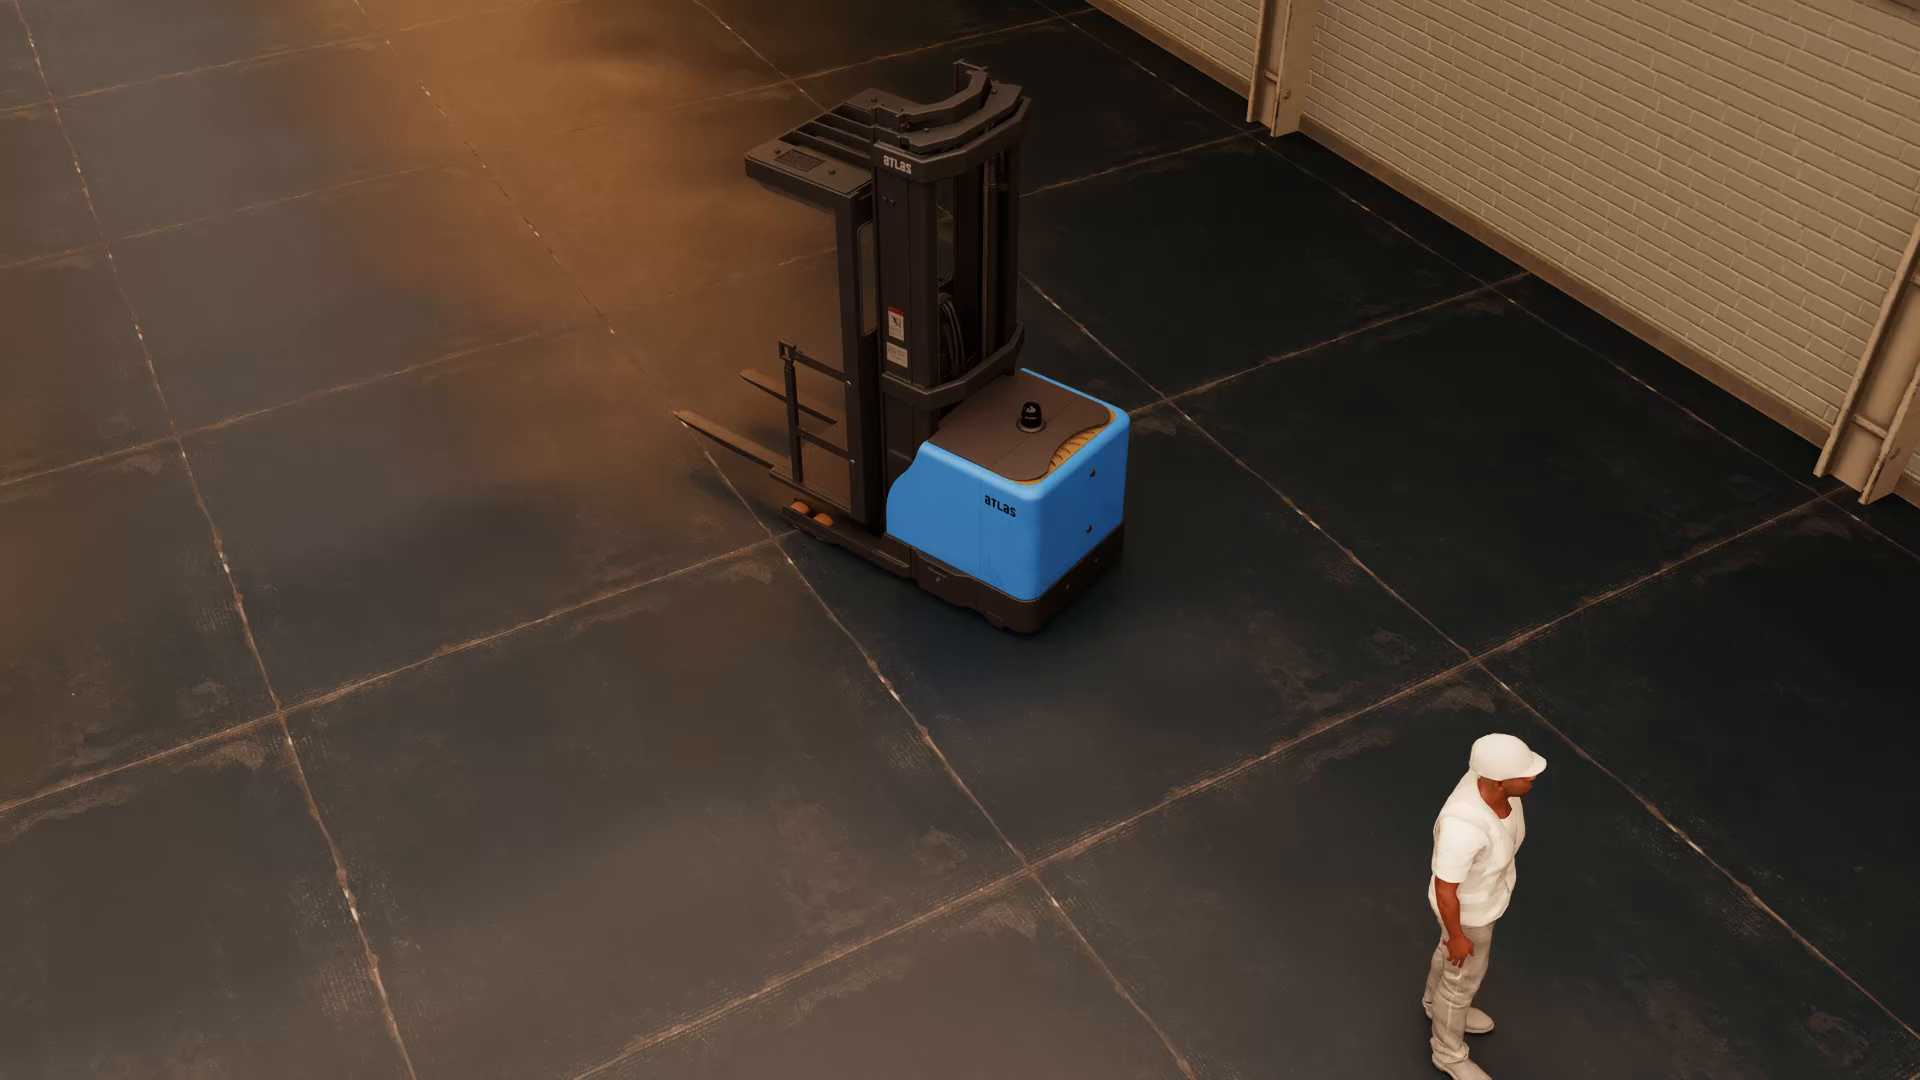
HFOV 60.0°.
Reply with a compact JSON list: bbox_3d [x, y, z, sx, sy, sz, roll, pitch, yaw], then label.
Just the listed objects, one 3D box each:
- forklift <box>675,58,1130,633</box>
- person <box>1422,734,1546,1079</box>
[{"bbox_3d":[-0.481,-1.366,9.683,3.031,2.935,1.130,26,46,28],"label":"forklift"},{"bbox_3d":[2.258,1.539,7.082,0.574,1.769,0.665,22,44,24],"label":"person"}]
